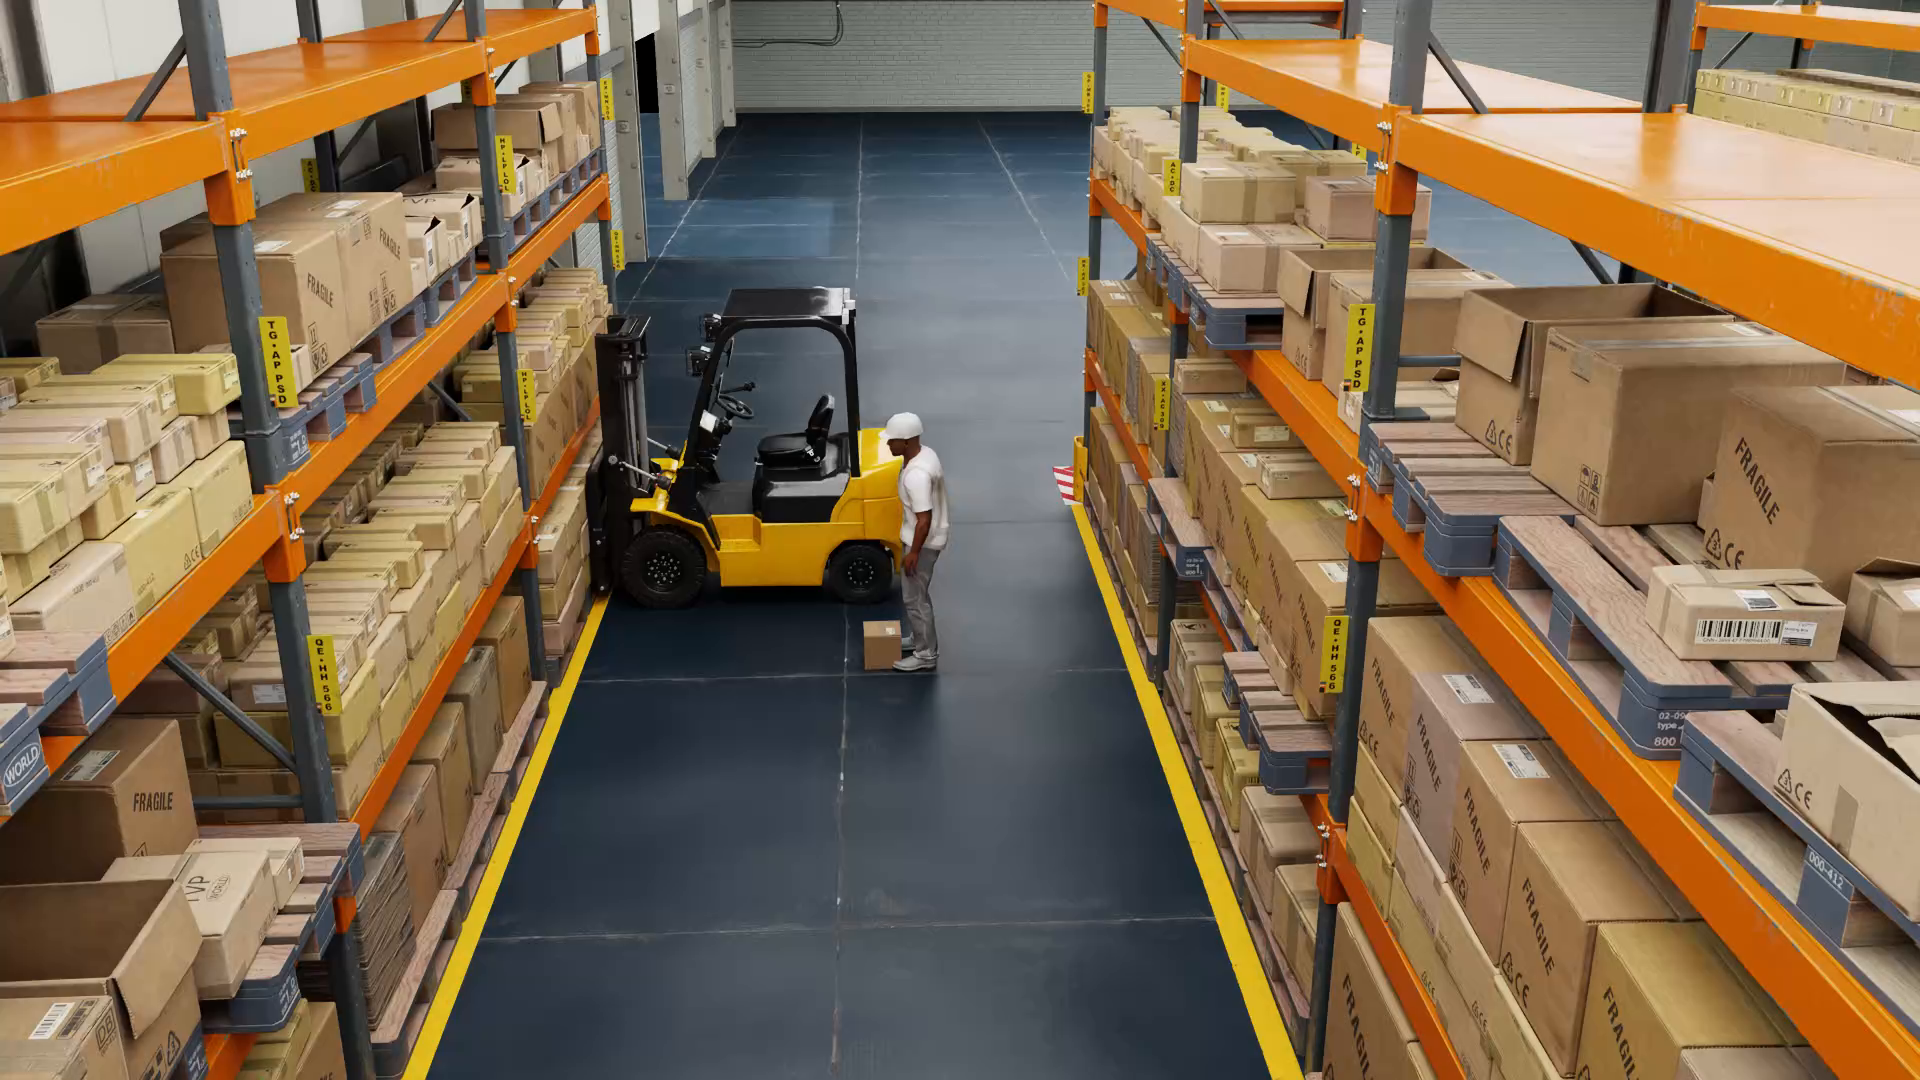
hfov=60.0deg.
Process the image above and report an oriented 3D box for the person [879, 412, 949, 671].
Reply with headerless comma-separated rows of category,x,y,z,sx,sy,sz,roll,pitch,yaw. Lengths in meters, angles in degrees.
person,-0.300,-0.004,11.059,0.456,1.761,0.627,-1,20,-3
